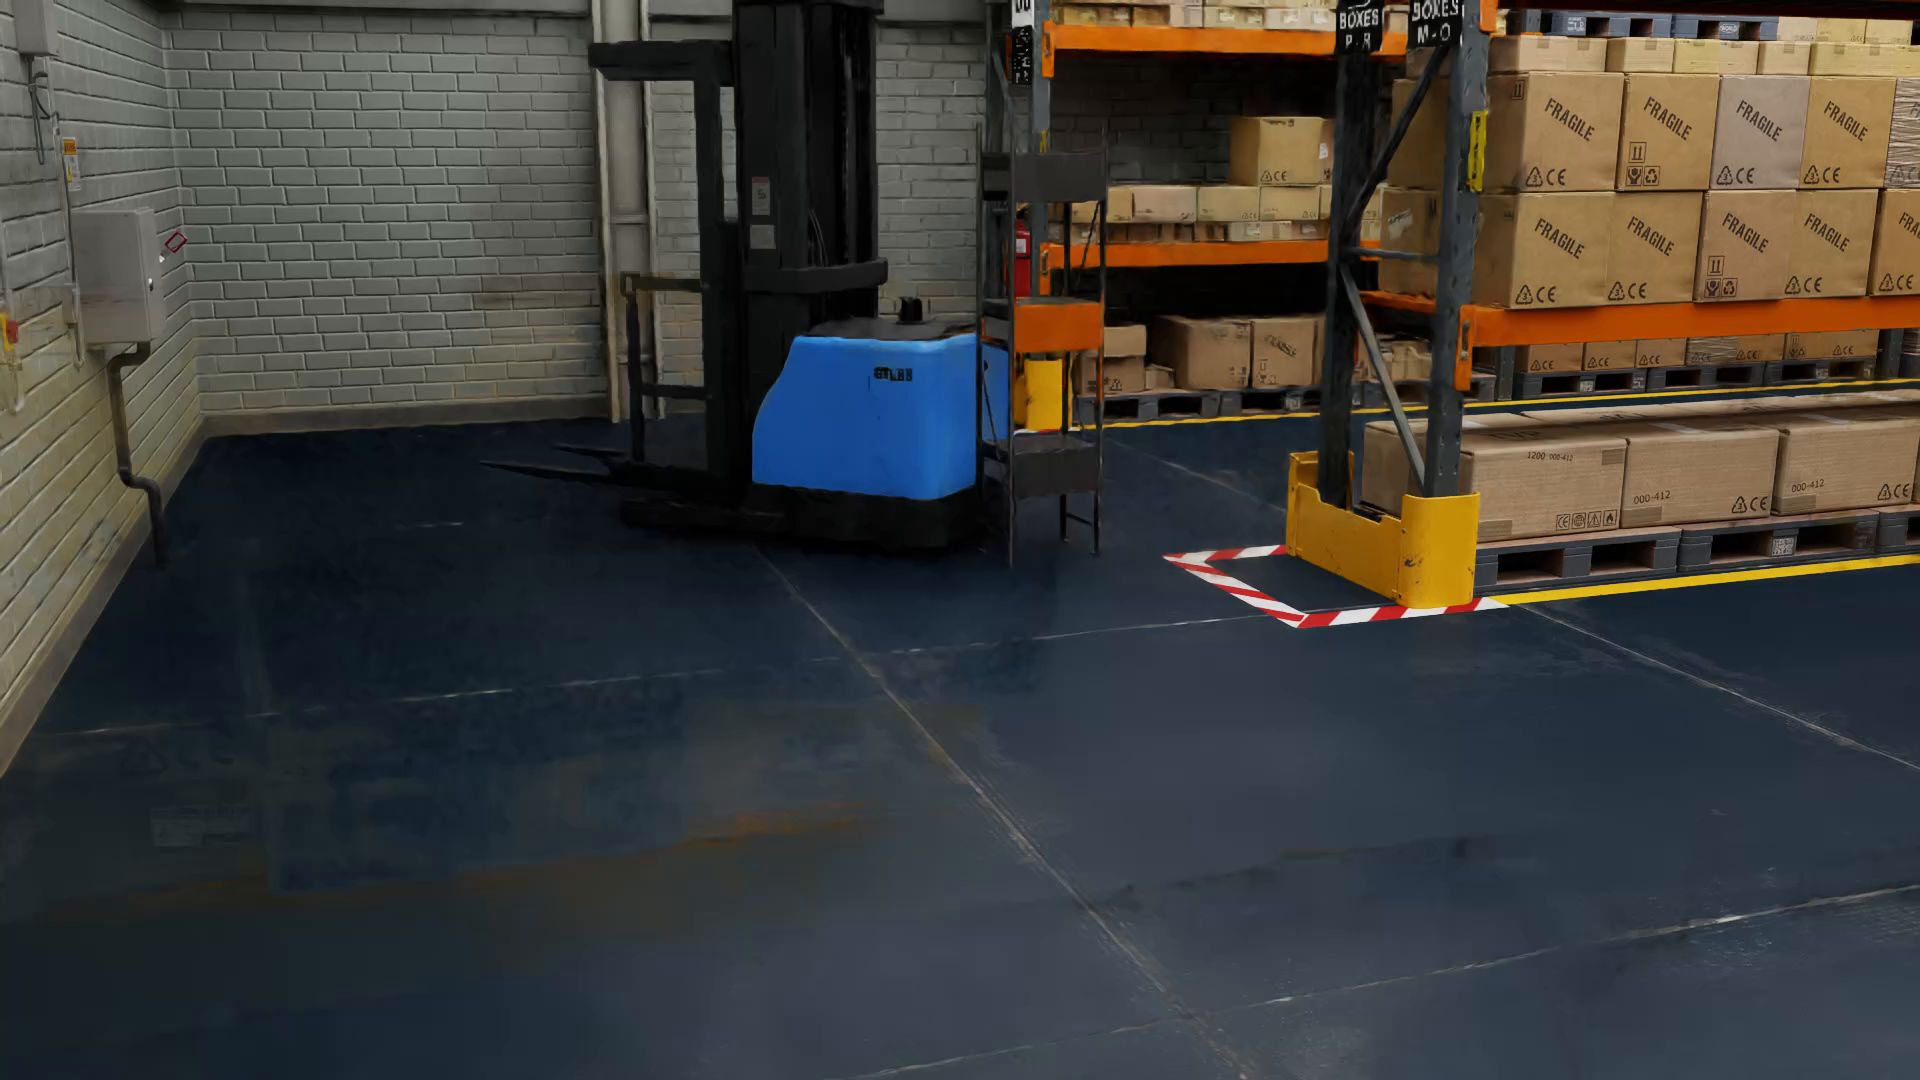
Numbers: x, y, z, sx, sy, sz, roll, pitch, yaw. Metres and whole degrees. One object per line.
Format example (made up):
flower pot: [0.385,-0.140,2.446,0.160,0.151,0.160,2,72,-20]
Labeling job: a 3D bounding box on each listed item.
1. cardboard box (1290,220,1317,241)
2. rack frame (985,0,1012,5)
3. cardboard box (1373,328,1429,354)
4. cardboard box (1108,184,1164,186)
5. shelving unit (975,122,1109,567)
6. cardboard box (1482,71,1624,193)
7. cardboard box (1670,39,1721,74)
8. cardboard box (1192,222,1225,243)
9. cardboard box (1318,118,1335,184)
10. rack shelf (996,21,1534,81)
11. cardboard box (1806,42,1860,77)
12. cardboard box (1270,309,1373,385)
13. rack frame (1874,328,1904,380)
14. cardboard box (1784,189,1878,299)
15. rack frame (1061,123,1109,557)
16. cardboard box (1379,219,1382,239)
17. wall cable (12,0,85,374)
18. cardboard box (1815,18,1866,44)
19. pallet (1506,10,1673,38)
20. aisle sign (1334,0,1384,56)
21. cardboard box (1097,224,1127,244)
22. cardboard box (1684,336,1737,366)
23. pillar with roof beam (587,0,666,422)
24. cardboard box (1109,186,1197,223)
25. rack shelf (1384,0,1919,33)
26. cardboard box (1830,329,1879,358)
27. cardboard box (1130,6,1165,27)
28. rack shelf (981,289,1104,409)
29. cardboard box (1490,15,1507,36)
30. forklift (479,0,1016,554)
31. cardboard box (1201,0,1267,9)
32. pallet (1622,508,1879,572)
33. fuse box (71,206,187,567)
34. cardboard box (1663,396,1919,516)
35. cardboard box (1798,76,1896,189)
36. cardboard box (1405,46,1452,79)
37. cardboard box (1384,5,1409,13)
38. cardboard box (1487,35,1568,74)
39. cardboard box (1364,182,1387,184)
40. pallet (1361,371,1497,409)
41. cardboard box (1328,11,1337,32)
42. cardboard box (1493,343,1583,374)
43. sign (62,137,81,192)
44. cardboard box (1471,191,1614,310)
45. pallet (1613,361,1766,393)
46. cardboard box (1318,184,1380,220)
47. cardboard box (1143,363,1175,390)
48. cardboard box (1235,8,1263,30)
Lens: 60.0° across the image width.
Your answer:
cardboard box: [2.508,-2.364,12.641,0.250,0.149,0.380,-4,14,-18]
rack frame: [0.407,-5.298,11.471,0.127,3.000,1.000,-4,14,-18]
cardboard box: [3.497,-1.574,13.682,0.500,0.311,0.500,-4,14,-16]
cardboard box: [1.248,-2.581,12.694,0.500,0.250,0.500,-4,14,-18]
shelving unit: [0.389,-0.957,8.129,0.503,2.100,0.431,-6,15,-23]
cardboard box: [2.540,-1.799,7.348,0.500,0.500,0.500,-5,14,-19]
cardboard box: [3.171,-2.160,7.462,0.250,0.149,0.380,-5,14,-20]
cardboard box: [1.780,-2.304,12.388,0.250,0.149,0.380,-4,14,-17]
cardboard box: [2.702,-3.060,13.086,0.500,0.500,0.500,-5,14,-20]
rack shelf: [2.303,-3.637,12.522,4.000,0.370,1.077,-4,14,-18]
cardboard box: [3.902,-2.213,7.684,0.250,0.149,0.380,-5,14,-19]
cardboard box: [2.824,-1.523,13.060,0.500,0.500,0.700,-5,14,-20]
rack frame: [7.989,-2.970,14.647,0.127,3.000,1.000,-4,14,-18]
cardboard box: [3.968,-1.430,7.957,0.500,0.500,0.500,-4,14,-16]
rack frame: [0.612,-0.980,8.226,0.015,2.100,0.400,-6,15,-23]
cardboard box: [3.241,-2.412,12.843,0.250,0.149,0.380,-4,14,-17]
wall cable: [-3.806,-1.674,7.005,0.122,1.984,0.588,-4,14,-18]
cardboard box: [7.104,-4.228,13.778,0.500,0.250,0.500,-4,14,-18]
pallet: [4.839,-4.075,13.218,1.003,0.211,1.213,-4,14,-18]
aisle sign: [1.827,-2.619,7.552,0.004,0.787,0.394,-4,14,-18]
cardboard box: [1.033,-2.250,12.165,0.250,0.149,0.380,-4,14,-17]
cardboard box: [6.198,-1.764,14.070,0.500,0.500,0.500,-5,14,-20]
pillar with roof beam: [-1.063,-4.353,7.496,0.400,9.000,9.100,-4,14,-18]
cardboard box: [1.401,-2.463,12.197,0.500,0.250,0.500,-4,14,-17]
rack shelf: [3.889,-2.548,7.946,4.000,0.370,1.077,-4,14,-18]
cardboard box: [7.657,-1.880,14.559,0.500,0.500,0.500,-4,14,-16]
cardboard box: [1.272,-3.730,11.901,0.250,0.149,0.380,-4,14,-18]
rack shelf: [0.389,-0.944,8.132,0.480,0.518,0.431,-6,15,-23]
cardboard box: [3.952,-3.921,12.704,0.250,0.149,0.380,-5,14,-18]
forklift: [-1.253,-1.569,8.905,3.031,2.935,1.130,6,15,25]
cardboard box: [1.879,-3.961,12.010,0.500,0.250,0.500,-5,14,-20]
pallet: [3.881,-0.100,8.607,1.213,0.211,1.003,-4,14,-18]
fuse box: [-3.875,-0.715,7.950,0.414,1.711,0.539,-4,14,-18]
cardboard box: [4.307,-0.455,8.704,0.875,0.438,0.875,-5,14,-20]
cardboard box: [3.985,-1.916,7.838,0.500,0.500,0.500,-4,14,-18]
cardboard box: [2.270,-2.212,7.683,0.250,0.149,0.380,-4,14,-17]
cardboard box: [3.332,-4.075,12.490,0.500,0.250,0.500,-5,14,-20]
cardboard box: [2.419,-2.107,7.242,0.250,0.149,0.380,-4,14,-17]
cardboard box: [3.170,-2.731,13.322,0.500,0.250,0.500,-5,14,-19]
pallet: [3.547,-1.268,13.517,1.213,0.211,1.003,-4,14,-18]
cardboard box: [2.728,-3.835,12.344,0.250,0.149,0.380,-4,14,-17]
cardboard box: [4.729,-1.649,13.589,0.500,0.500,0.500,-4,14,-16]
sign: [-4.053,-1.716,7.590,0.001,0.242,0.339,-4,14,-18]
cardboard box: [2.540,-1.312,7.462,0.500,0.500,0.500,-5,14,-19]
pallet: [6.115,-1.477,14.398,1.213,0.211,1.003,-4,14,-18]
cardboard box: [2.846,-2.581,12.694,0.500,0.250,0.500,-5,14,-18]
cardboard box: [1.432,-1.244,12.645,0.250,0.149,0.380,-5,14,-20]
cardboard box: [2.002,-3.778,12.105,0.250,0.149,0.380,-5,14,-19]
